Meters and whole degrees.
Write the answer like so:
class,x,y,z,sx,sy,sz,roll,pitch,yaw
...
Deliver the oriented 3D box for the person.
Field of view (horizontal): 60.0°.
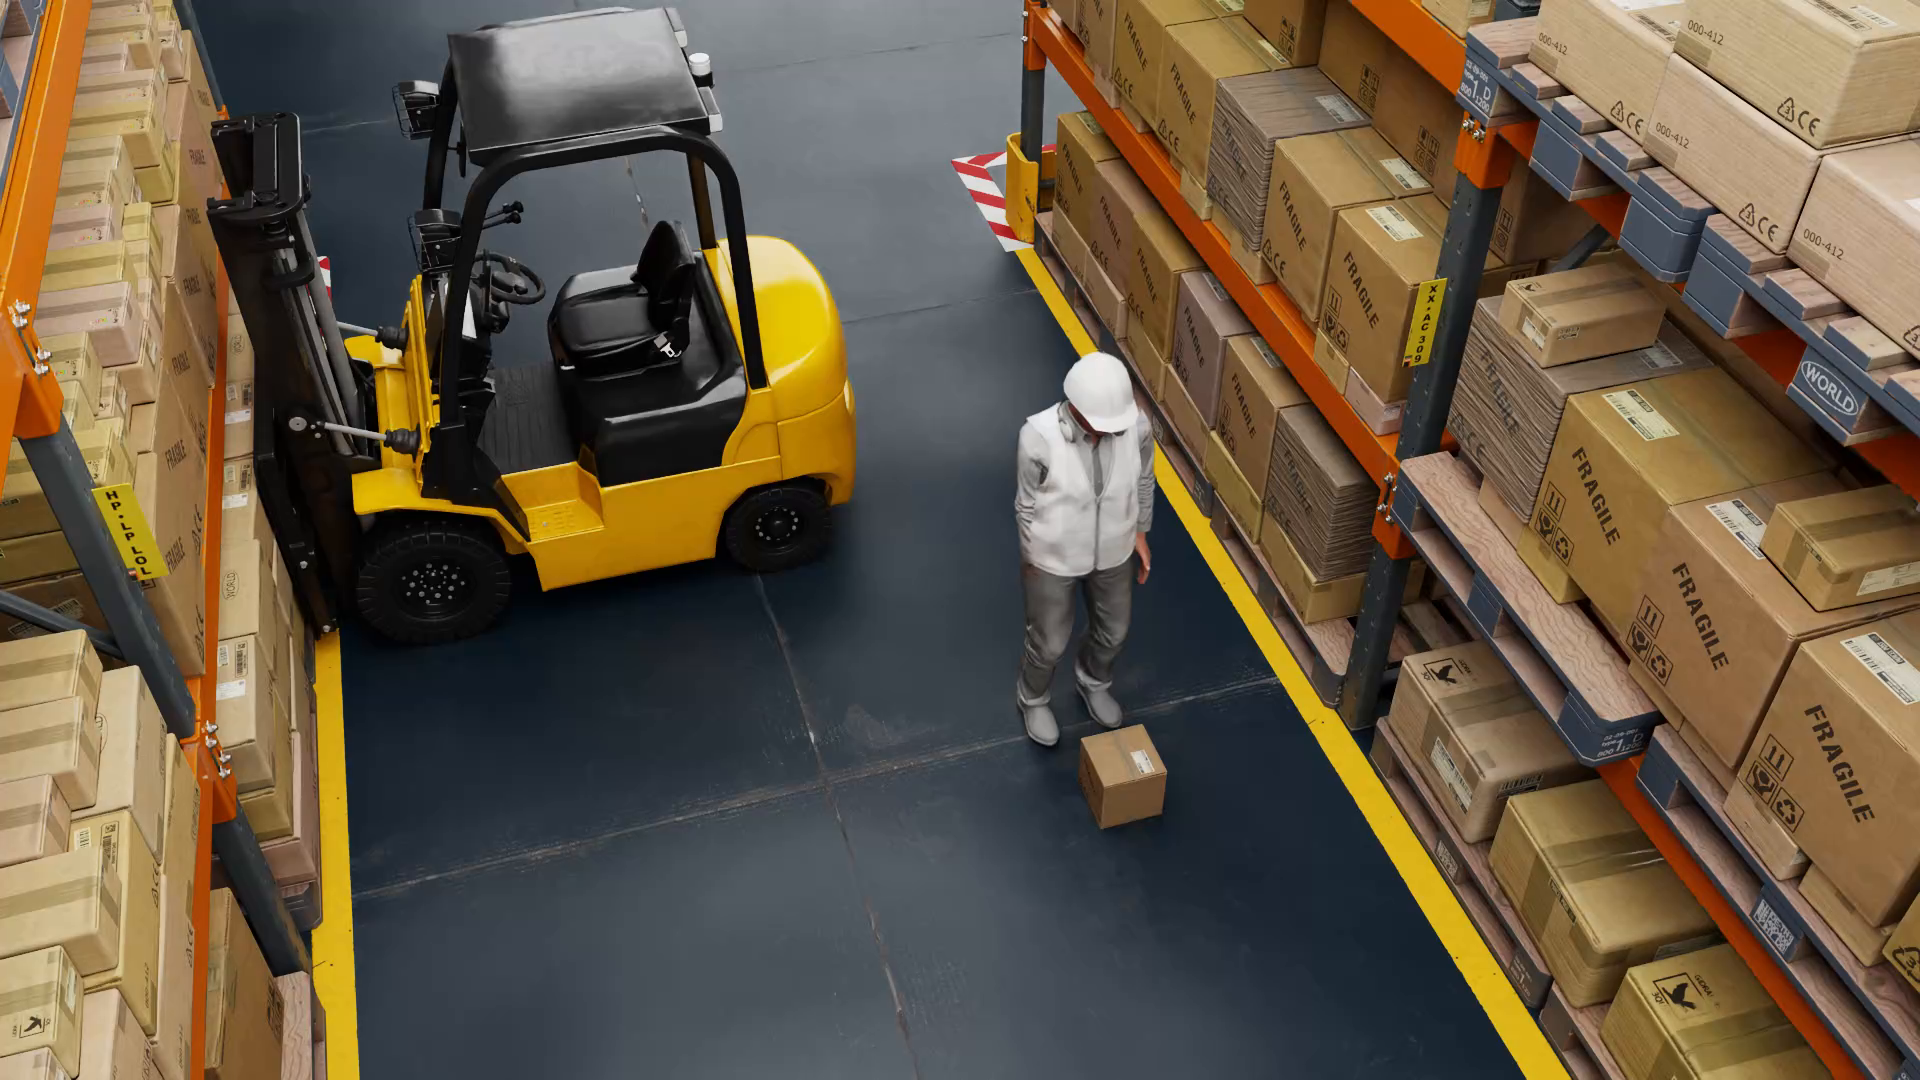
class,x,y,z,sx,sy,sz,roll,pitch,yaw
person,0.459,0.027,6.125,0.538,1.759,0.378,-13,44,-15
